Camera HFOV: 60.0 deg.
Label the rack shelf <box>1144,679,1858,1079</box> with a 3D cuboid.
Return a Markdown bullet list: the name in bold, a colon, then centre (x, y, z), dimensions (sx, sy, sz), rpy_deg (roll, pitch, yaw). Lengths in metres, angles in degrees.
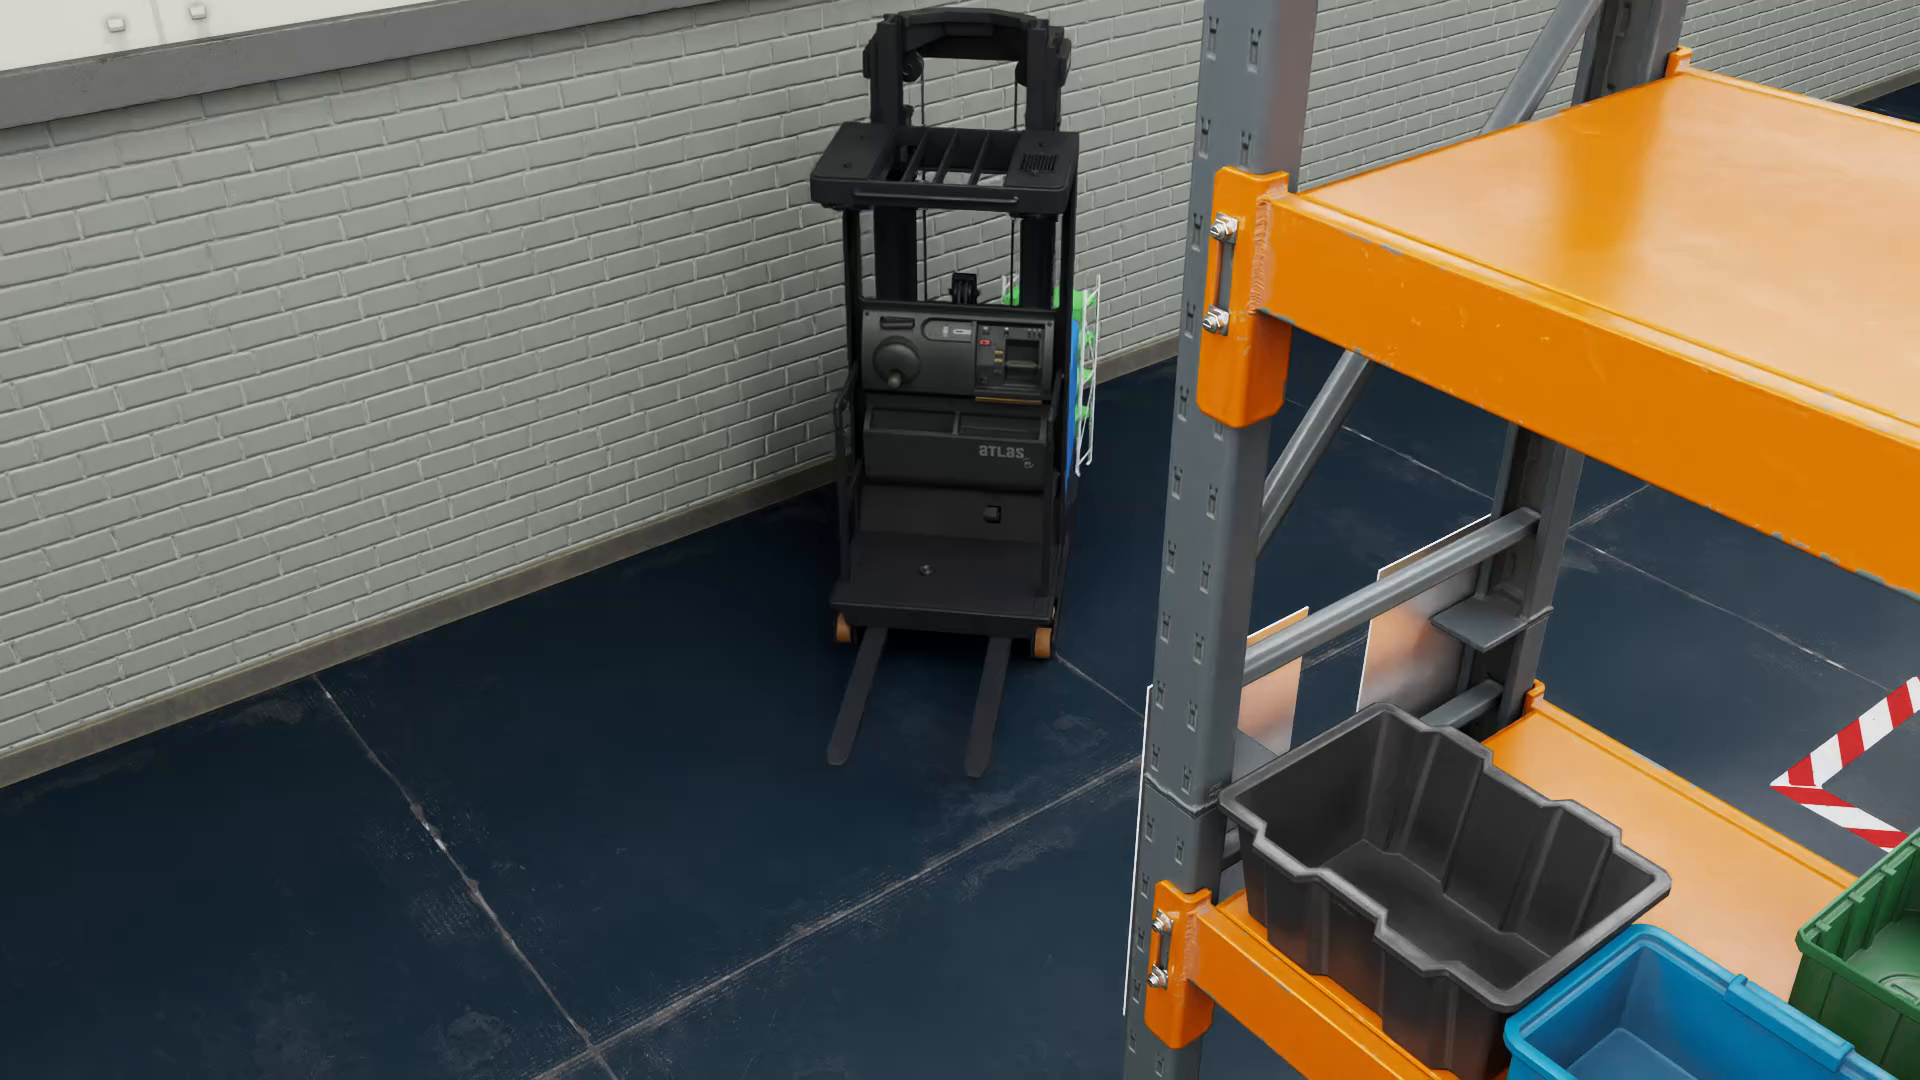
- **rack shelf**: centre (1.977, 1.422, 1.956), dimensions (1.077, 0.370, 4.000), rpy_deg (-22, 38, -31)

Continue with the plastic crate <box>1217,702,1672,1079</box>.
- **plastic crate**: centre (0.767, 0.589, 2.739), dimensions (0.497, 0.269, 0.590), rpy_deg (-22, 38, -31)

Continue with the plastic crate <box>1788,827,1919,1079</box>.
- **plastic crate**: centre (1.581, 0.692, 2.651), dimensions (0.450, 0.188, 0.336), rpy_deg (-22, 38, -31)

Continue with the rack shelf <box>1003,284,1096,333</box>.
- **rack shelf**: centre (0.514, -1.335, 9.474), dimensions (0.480, 0.148, 0.258), rpy_deg (13, 34, 20)

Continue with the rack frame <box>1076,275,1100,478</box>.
- **rack frame**: centre (0.737, -0.929, 9.609), dimensions (0.015, 1.200, 0.240), rpy_deg (13, 34, 20)

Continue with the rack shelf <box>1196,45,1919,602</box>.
- **rack shelf**: centre (1.977, 0.318, 1.270), dimensions (1.077, 0.370, 4.000), rpy_deg (-22, 38, -31)

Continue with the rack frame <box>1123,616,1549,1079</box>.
- **rack frame**: centre (0.751, 1.557, 3.899), dimensions (1.000, 3.000, 0.127), rpy_deg (-22, 38, -31)

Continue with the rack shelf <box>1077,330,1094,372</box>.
- **rack shelf**: centre (0.514, -1.131, 9.600), dimensions (0.480, 0.148, 0.258), rpy_deg (13, 34, 20)

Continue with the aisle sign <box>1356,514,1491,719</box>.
- **aisle sign**: centre (0.938, 0.328, 3.414), dimensions (0.394, 0.787, 0.004), rpy_deg (-22, 38, -31)

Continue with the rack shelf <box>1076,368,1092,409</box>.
- **rack shelf**: centre (0.514, -0.927, 9.727), dimensions (0.480, 0.148, 0.258), rpy_deg (13, 34, 20)

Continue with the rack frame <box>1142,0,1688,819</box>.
- **rack frame**: centre (0.751, -0.991, 2.317), dimensions (1.000, 3.000, 0.127), rpy_deg (-22, 38, -31)

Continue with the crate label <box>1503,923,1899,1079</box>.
- **crate label**: centre (1.061, 0.835, 2.360), dimensions (0.408, 0.251, 0.502), rpy_deg (-22, 38, -31)

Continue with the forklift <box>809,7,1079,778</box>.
- **forklift**: centre (-0.040, -0.848, 7.837), dimensions (1.130, 2.935, 3.031), rpy_deg (4, 32, 7)

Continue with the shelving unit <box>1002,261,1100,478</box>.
- **shelving unit**: centre (0.514, -0.982, 9.693), dimensions (0.503, 1.200, 0.258), rpy_deg (13, 34, 20)

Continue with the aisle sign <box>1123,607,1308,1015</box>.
- **aisle sign**: centre (0.472, 0.519, 3.107), dimensions (0.394, 0.787, 0.004), rpy_deg (-22, 38, -31)

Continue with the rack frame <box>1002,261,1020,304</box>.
- **rack frame**: centre (0.291, -1.034, 9.777), dimensions (0.015, 1.200, 0.240), rpy_deg (13, 34, 20)

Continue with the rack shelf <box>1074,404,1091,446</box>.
- **rack shelf**: centre (0.514, -0.723, 9.853), dimensions (0.480, 0.148, 0.258), rpy_deg (13, 34, 20)
